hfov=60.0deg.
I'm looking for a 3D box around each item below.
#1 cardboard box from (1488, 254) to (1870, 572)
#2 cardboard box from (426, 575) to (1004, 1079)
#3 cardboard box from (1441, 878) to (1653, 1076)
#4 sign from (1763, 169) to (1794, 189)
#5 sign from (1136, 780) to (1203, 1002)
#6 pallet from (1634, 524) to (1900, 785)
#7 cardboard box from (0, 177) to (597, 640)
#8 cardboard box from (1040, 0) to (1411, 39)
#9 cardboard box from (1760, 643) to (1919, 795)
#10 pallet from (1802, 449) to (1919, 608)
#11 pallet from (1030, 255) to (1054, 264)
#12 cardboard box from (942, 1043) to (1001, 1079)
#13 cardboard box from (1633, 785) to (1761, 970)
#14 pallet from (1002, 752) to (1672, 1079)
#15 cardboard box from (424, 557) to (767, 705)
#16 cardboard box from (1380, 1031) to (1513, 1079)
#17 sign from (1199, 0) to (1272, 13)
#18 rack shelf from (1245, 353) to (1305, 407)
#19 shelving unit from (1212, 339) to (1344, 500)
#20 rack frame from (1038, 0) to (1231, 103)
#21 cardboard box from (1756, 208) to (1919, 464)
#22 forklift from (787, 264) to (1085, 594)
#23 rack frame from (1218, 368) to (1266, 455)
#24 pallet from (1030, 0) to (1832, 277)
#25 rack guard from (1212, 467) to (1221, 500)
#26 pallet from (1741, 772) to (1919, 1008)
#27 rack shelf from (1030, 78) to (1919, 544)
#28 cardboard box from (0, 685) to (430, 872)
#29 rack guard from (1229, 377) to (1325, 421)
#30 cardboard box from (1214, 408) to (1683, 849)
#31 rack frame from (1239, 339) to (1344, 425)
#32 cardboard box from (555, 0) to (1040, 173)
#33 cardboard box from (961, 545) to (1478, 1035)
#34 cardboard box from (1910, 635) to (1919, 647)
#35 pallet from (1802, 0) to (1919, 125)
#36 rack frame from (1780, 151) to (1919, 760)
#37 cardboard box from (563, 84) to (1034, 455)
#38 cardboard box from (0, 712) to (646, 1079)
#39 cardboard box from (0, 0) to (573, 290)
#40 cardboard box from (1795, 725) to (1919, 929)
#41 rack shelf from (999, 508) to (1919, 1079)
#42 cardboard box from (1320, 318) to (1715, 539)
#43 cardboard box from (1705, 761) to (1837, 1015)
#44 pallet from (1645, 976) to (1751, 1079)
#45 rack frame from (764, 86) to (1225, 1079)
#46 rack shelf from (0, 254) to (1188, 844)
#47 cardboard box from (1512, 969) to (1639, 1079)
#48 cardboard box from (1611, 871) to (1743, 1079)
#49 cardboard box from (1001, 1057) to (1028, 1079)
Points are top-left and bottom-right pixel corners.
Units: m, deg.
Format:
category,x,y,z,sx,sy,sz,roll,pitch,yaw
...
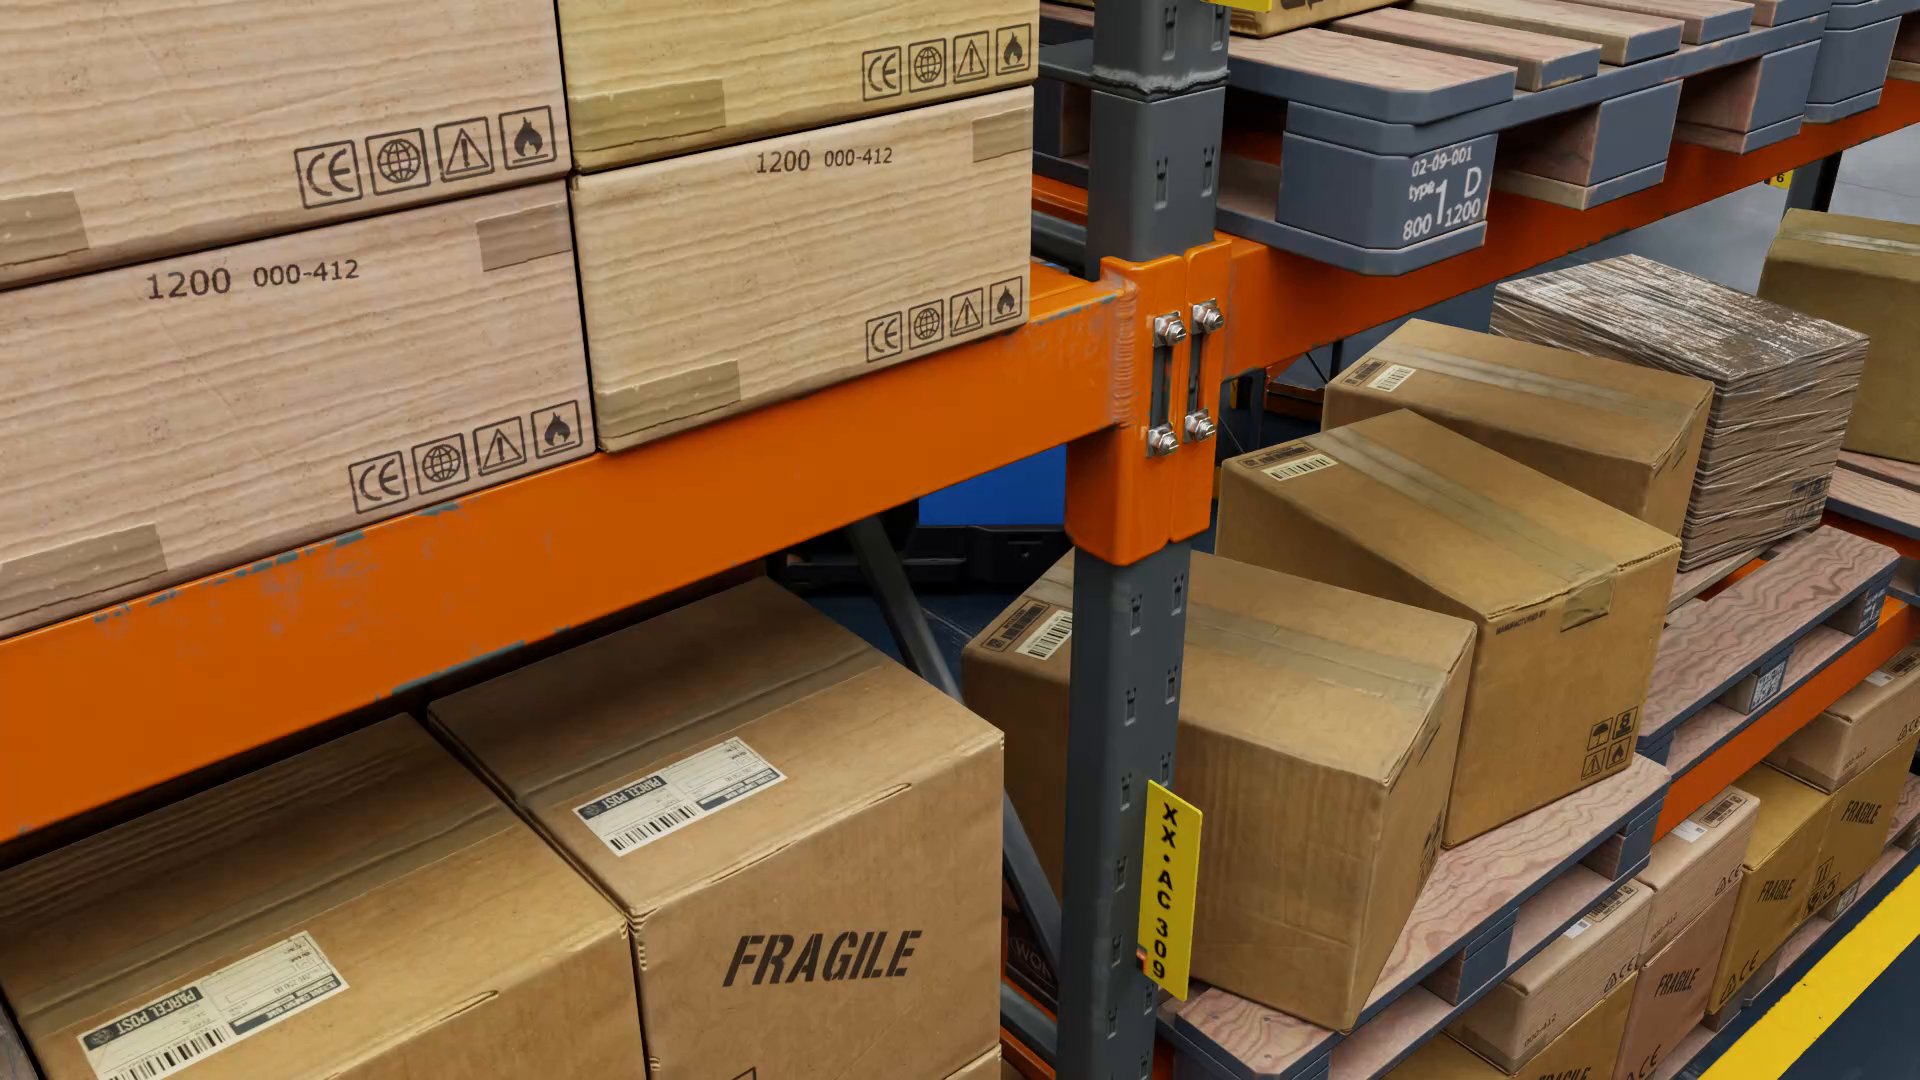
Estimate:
category,x,y,z,sx,sy,sz,roll,pitch,yaw
cardboard box,1.738,-0.341,4.154,0.500,0.500,0.700,-15,32,-26
cardboard box,-0.296,0.430,2.096,0.500,0.500,0.500,-22,35,-35
cardboard box,1.208,0.878,3.813,0.500,0.250,0.500,-22,35,-35
sign,2.601,-1.265,5.206,0.005,0.325,0.100,-22,35,-35
sign,0.279,0.478,2.255,0.005,0.325,0.100,-22,35,-35
pallet,1.488,0.125,4.037,1.213,0.211,1.003,-22,35,-35
cardboard box,-0.663,-0.196,1.411,0.500,0.250,0.500,-22,35,-35
cardboard box,0.352,-1.057,2.205,0.600,0.600,0.600,25,37,38
cardboard box,2.365,0.410,4.689,0.500,0.250,0.500,-20,34,-33
pallet,2.494,-0.239,4.719,1.003,0.211,1.213,-22,35,-35
pallet,0.366,-1.327,9.509,1.213,0.211,1.003,-22,35,-35
cardboard box,-0.293,0.868,2.337,0.500,0.500,0.500,-21,35,-34
cardboard box,1.589,0.725,4.101,0.500,0.250,0.500,-23,36,-36
pallet,0.600,0.547,3.248,1.213,0.211,1.003,-22,35,-35
cardboard box,-0.620,0.226,2.479,0.500,0.500,0.500,-21,34,-34
cardboard box,0.846,1.348,3.730,0.500,0.500,0.500,-21,35,-34
sign,0.279,-0.691,1.630,0.005,0.325,0.100,-22,35,-35
rack shelf,1.385,-0.929,7.778,0.538,0.185,1.000,16,32,28
shelving unit,1.380,-1.084,7.686,0.587,1.500,1.083,16,32,28
rack frame,-0.079,-1.979,1.405,0.127,3.000,1.000,-22,35,-35
cardboard box,2.558,-0.553,4.550,0.700,0.500,0.500,15,32,26
forklift,-0.622,-1.316,6.603,3.031,2.935,1.130,0,28,0
rack frame,1.116,-0.884,7.312,0.500,1.500,0.032,16,32,28
pallet,0.463,-0.747,2.482,1.003,0.211,1.213,-22,35,-35
rack guard,1.117,-0.333,7.608,0.587,0.250,0.087,16,32,28
pallet,2.372,0.888,5.364,1.213,0.211,1.003,-22,35,-35
rack shelf,1.443,-0.950,3.426,4.000,0.370,1.077,-22,35,-35
cardboard box,-1.012,0.384,2.183,0.500,0.500,0.500,-23,36,-36
rack guard,1.643,-0.732,8.354,0.587,0.250,0.087,16,32,28
cardboard box,0.909,0.140,3.254,0.500,0.500,0.700,-16,32,-27
rack frame,1.653,-1.291,8.074,0.500,1.500,0.032,16,32,28
cardboard box,-0.273,-0.564,1.569,0.500,0.250,0.500,-22,35,-35
cardboard box,0.427,0.373,2.817,0.700,0.500,0.500,15,32,26
cardboard box,3.553,0.416,5.760,0.500,0.250,0.500,-22,35,-35
pallet,1.250,-1.065,3.078,1.003,0.211,1.213,-22,35,-35
rack frame,2.964,-0.556,5.109,0.127,3.000,1.000,-22,35,-35
cardboard box,-0.276,-0.345,1.690,0.500,0.250,0.500,-22,35,-35
cardboard box,-0.684,0.587,1.801,0.500,0.500,0.500,-23,36,-36
cardboard box,-0.655,-0.412,1.285,0.500,0.250,0.500,-22,35,-35
cardboard box,2.405,0.722,4.901,0.500,0.500,0.500,-20,34,-33
rack shelf,1.443,0.373,4.133,4.000,0.370,1.077,-22,35,-35
cardboard box,1.225,-0.125,3.749,0.700,0.500,0.500,18,33,30
cardboard box,2.011,0.881,4.605,0.500,0.500,0.500,-23,36,-37
pallet,1.444,1.260,4.669,1.213,0.211,1.003,-22,35,-35
rack frame,-0.079,0.667,2.819,0.127,3.000,1.000,-22,35,-35
rack shelf,-1.600,0.274,1.136,4.000,0.370,1.077,-22,35,-35
cardboard box,1.231,1.198,4.011,0.500,0.500,0.500,-21,35,-34
cardboard box,1.616,1.043,4.301,0.500,0.500,0.500,-23,36,-37
cardboard box,0.110,1.322,3.779,0.500,0.500,0.500,-22,35,-35
